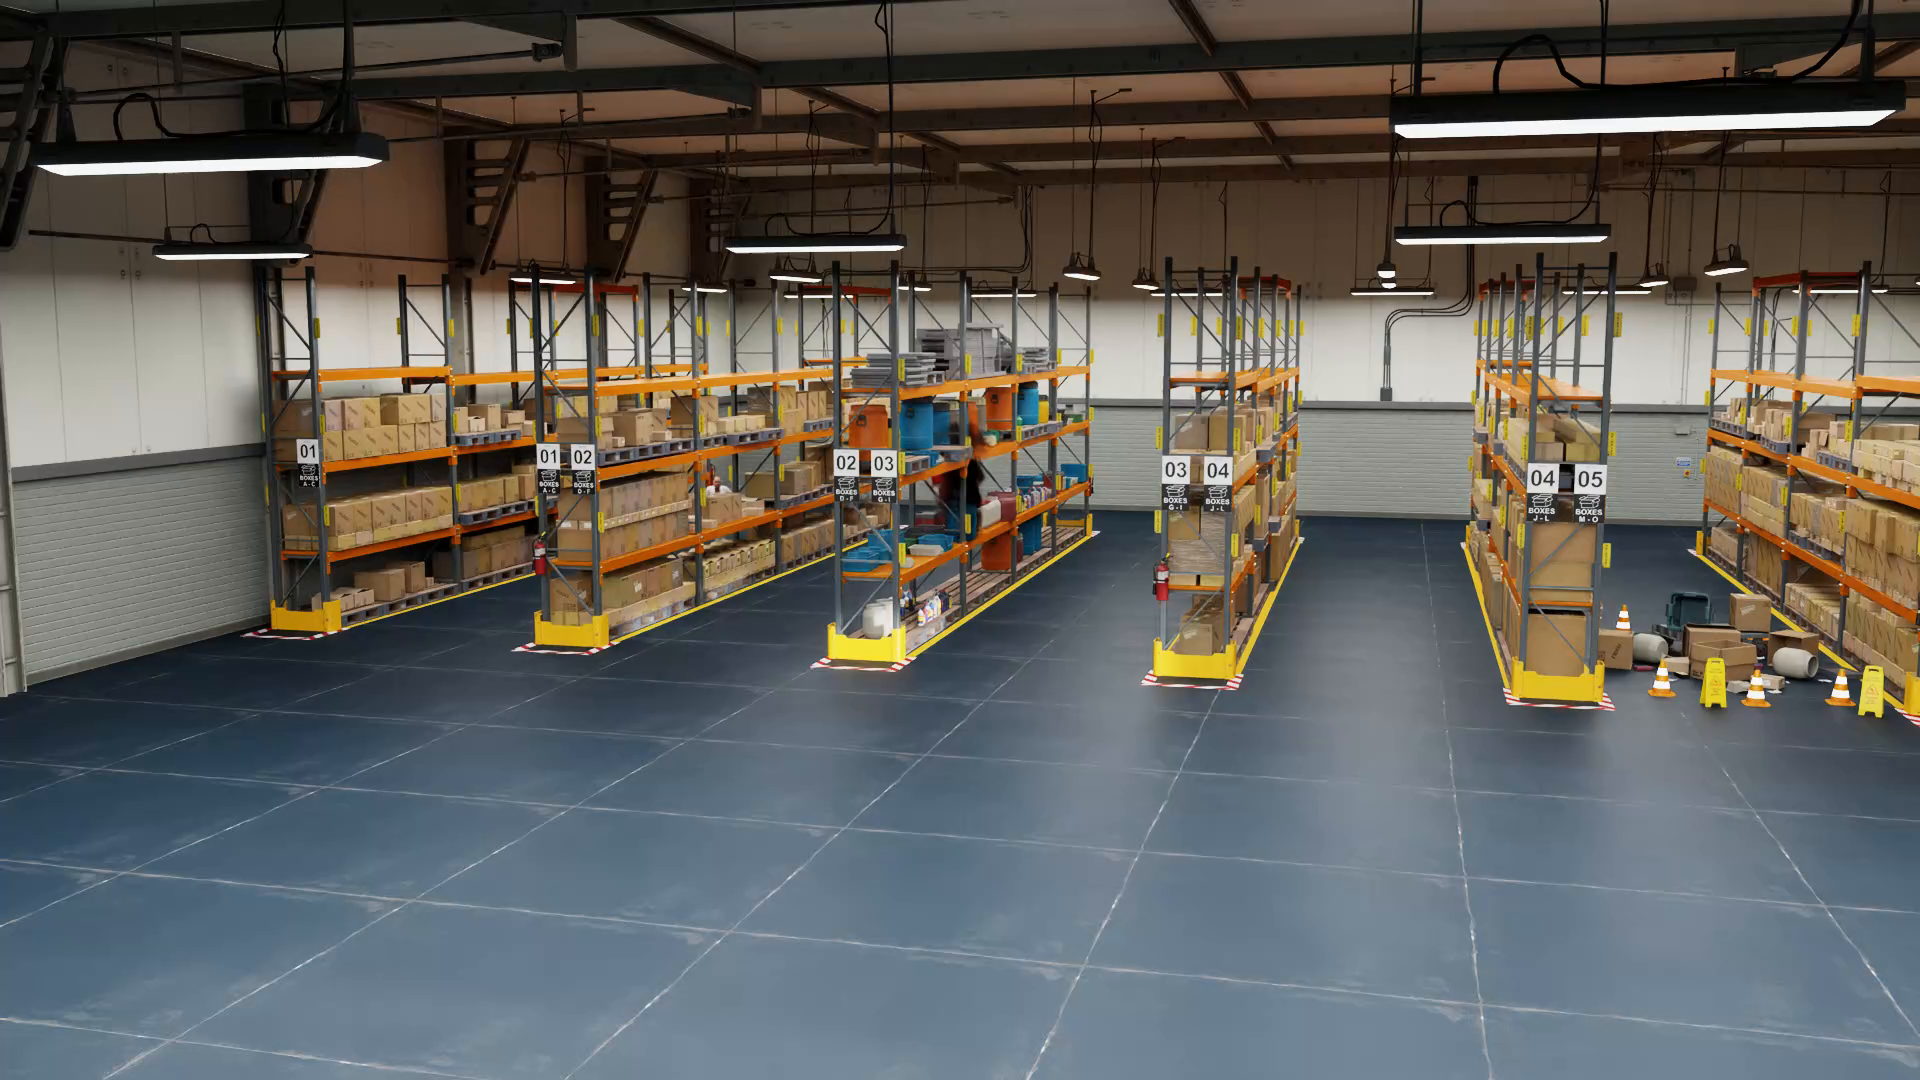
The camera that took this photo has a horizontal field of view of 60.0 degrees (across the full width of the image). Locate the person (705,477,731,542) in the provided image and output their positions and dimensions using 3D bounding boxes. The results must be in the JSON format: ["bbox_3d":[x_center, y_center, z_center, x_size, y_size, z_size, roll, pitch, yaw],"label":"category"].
[{"bbox_3d":[-5.457,-0.596,37.520,0.718,1.711,0.706,0,7,-1],"label":"person"}]

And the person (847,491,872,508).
[{"bbox_3d":[-2.679,-1.392,44.960,0.546,1.447,1.060,-6,10,-41],"label":"person"}]

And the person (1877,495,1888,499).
[{"bbox_3d":[18.977,-0.115,34.024,0.569,1.648,0.797,-2,8,-18],"label":"person"}]

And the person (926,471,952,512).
[{"bbox_3d":[-0.554,-1.366,43.548,0.712,1.727,0.687,-1,7,-11],"label":"person"}]
